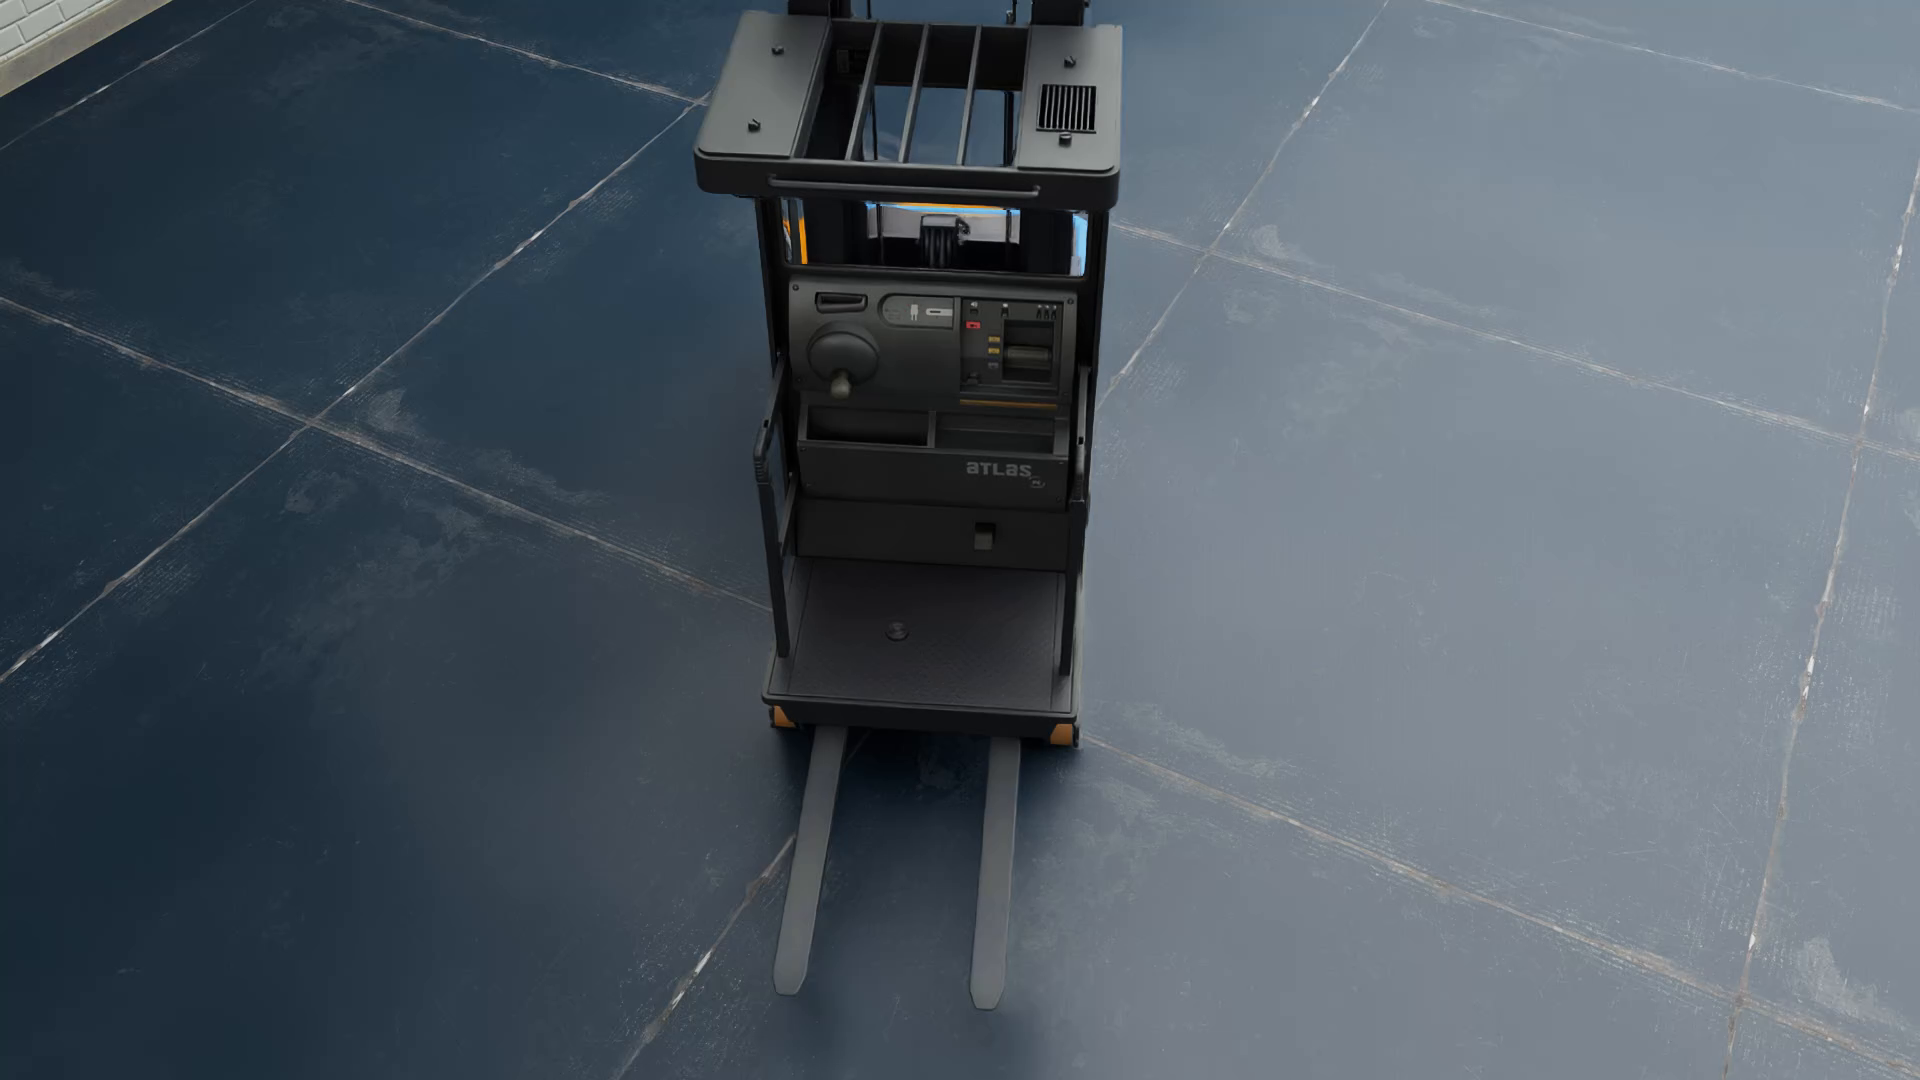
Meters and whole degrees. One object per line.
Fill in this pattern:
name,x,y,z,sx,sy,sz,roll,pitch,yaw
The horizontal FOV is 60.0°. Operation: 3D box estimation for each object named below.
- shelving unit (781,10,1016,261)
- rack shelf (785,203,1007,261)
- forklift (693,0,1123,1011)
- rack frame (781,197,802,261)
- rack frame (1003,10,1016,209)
shelving unit,-3.620,3.830,1.699,11.382,1.800,13.309,-10,46,-10
rack shelf,-0.226,-1.239,7.173,1.000,0.185,0.538,-10,46,-10
forklift,-0.105,-0.543,5.226,1.130,2.935,3.031,3,45,3
rack frame,-0.718,-1.275,6.955,0.032,1.500,0.500,-10,46,-10
rack frame,-3.619,3.846,1.684,11.374,1.800,13.265,-10,46,-10
